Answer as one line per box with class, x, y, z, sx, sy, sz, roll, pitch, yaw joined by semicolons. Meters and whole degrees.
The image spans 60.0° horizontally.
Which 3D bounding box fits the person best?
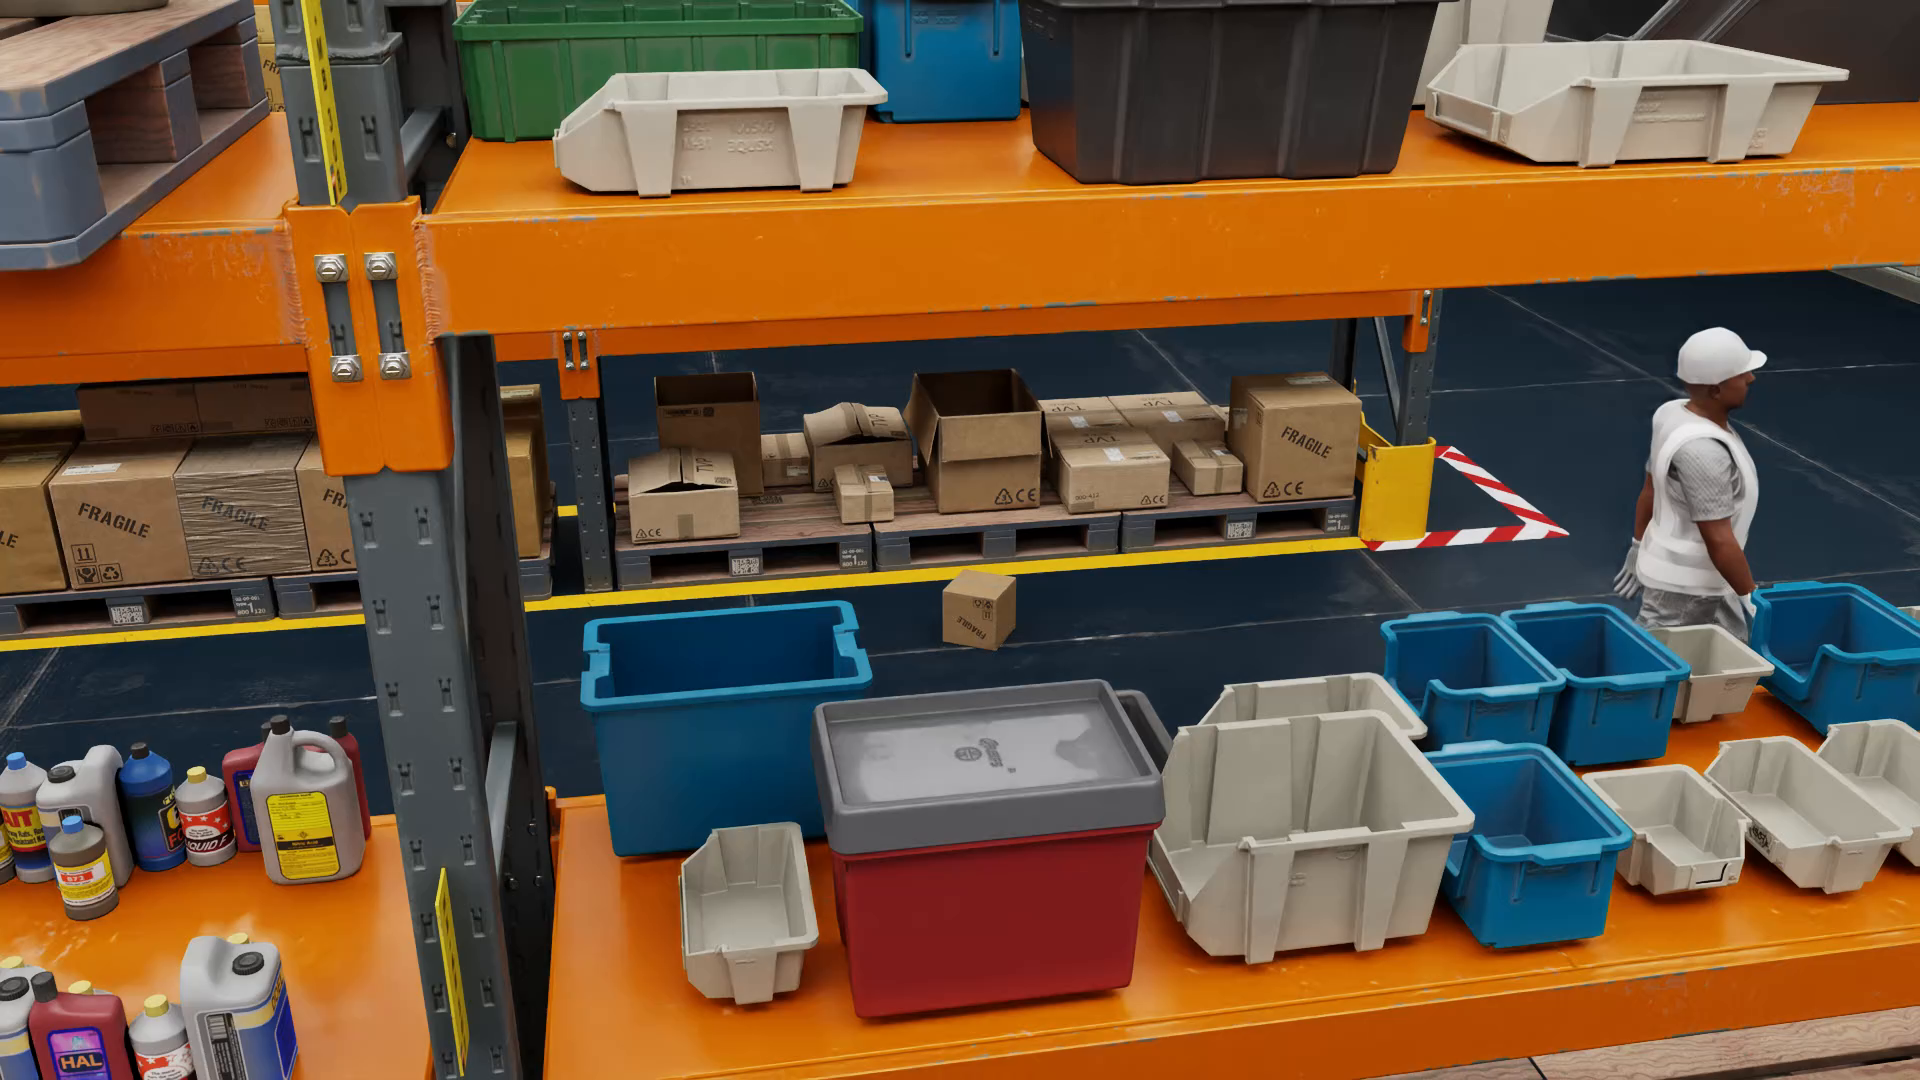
person;2.628;0.141;5.706;0.898;1.754;0.548;9;25;19
